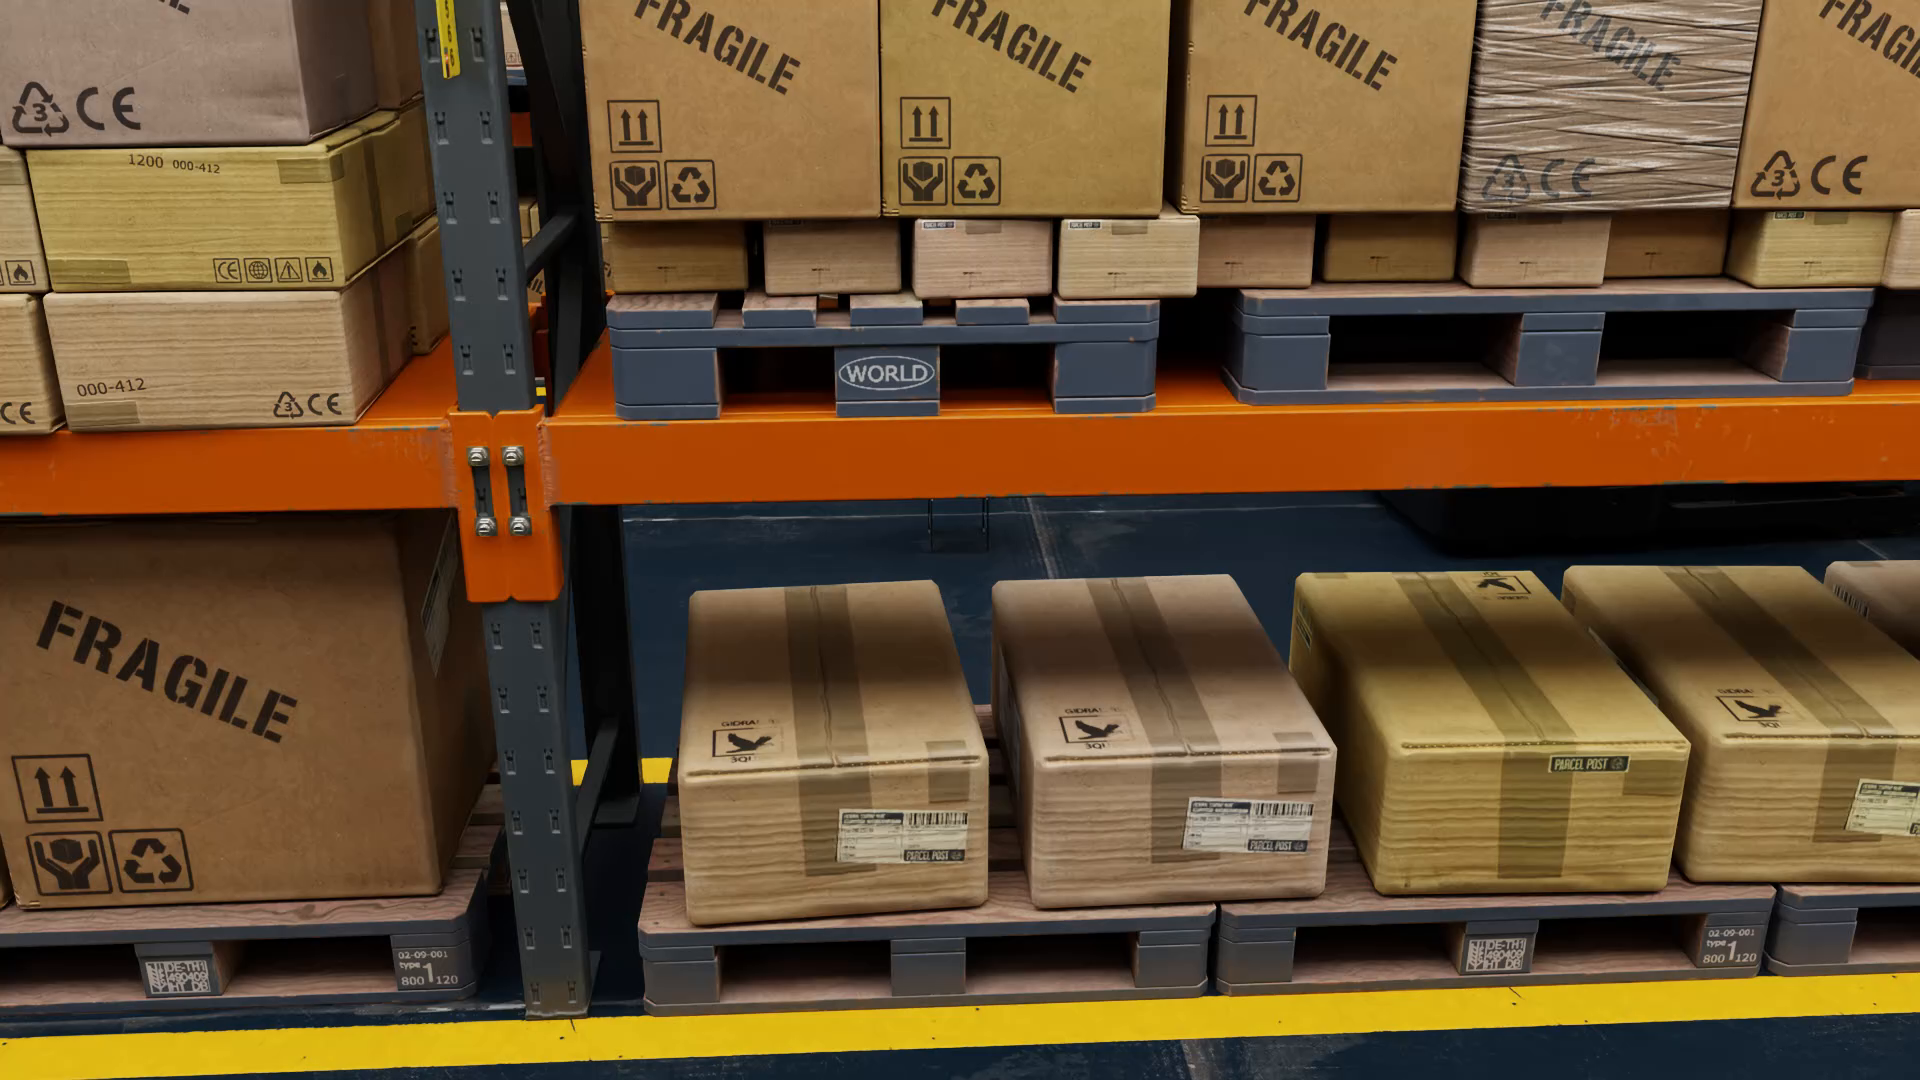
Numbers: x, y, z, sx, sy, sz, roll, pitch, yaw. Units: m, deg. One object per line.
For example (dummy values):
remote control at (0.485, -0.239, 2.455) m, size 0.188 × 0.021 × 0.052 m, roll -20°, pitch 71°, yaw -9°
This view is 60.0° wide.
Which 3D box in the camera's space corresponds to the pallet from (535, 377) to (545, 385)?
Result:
pallet at (-1.908, -1.033, 8.537) m, size 1.213 × 0.211 × 1.003 m, roll -1°, pitch 21°, yaw -3°

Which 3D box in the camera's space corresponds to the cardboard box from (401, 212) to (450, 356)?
cardboard box at (-1.376, -0.584, 3.649) m, size 0.500 × 0.250 × 0.500 m, roll -2°, pitch 21°, yaw -4°

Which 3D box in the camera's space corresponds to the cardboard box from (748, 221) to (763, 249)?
cardboard box at (-0.560, -0.743, 3.621) m, size 0.250 × 0.149 × 0.380 m, roll 0°, pitch 21°, yaw -1°

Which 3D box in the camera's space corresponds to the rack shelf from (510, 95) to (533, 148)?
rack shelf at (-3.157, -1.961, 8.066) m, size 4.000 × 0.370 × 1.077 m, roll -1°, pitch 21°, yaw -3°

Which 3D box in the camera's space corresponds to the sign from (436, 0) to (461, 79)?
sign at (-0.839, -0.918, 2.690) m, size 0.005 × 0.325 × 0.100 m, roll -1°, pitch 21°, yaw -3°

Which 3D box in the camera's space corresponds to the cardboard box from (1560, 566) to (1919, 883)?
cardboard box at (1.879, 0.404, 3.948) m, size 0.625 × 0.372 × 0.950 m, roll 0°, pitch 21°, yaw 0°

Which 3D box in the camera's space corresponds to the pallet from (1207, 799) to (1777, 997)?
pallet at (1.122, 0.690, 4.013) m, size 1.213 × 0.211 × 1.003 m, roll -1°, pitch 21°, yaw -3°

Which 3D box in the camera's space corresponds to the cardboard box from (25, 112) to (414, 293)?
cardboard box at (-1.343, -0.638, 3.089) m, size 0.500 × 0.250 × 0.500 m, roll -1°, pitch 21°, yaw -3°

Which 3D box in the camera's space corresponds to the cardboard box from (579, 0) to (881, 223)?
cardboard box at (-0.411, -0.883, 3.077) m, size 0.500 × 0.500 × 0.500 m, roll -2°, pitch 21°, yaw -5°

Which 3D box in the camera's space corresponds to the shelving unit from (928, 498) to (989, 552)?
shelving unit at (-0.008, -0.420, 5.960) m, size 0.210 × 0.900 × 0.258 m, roll -1°, pitch 21°, yaw -3°

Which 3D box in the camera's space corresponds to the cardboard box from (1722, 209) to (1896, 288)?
cardboard box at (1.603, -0.610, 3.271) m, size 0.250 × 0.149 × 0.380 m, roll -1°, pitch 21°, yaw -3°

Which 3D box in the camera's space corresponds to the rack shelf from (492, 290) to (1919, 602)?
rack shelf at (1.123, -0.279, 3.649) m, size 4.000 × 0.370 × 1.077 m, roll -1°, pitch 21°, yaw -3°

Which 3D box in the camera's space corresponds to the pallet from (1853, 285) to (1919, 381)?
pallet at (2.349, -0.602, 3.756) m, size 1.213 × 0.211 × 1.003 m, roll -1°, pitch 21°, yaw -3°

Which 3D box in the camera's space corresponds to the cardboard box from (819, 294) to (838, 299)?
cardboard box at (-0.537, -1.432, 8.413) m, size 0.625 × 0.625 × 0.875 m, roll -1°, pitch 21°, yaw -1°

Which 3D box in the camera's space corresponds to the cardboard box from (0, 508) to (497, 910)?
cardboard box at (-1.568, 0.207, 3.758) m, size 0.875 × 0.875 × 0.875 m, roll -1°, pitch 21°, yaw -4°

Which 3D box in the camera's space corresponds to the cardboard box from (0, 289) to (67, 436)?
cardboard box at (-1.873, -0.386, 3.129) m, size 0.500 × 0.250 × 0.500 m, roll -1°, pitch 21°, yaw -2°

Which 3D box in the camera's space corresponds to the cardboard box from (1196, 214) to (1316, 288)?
cardboard box at (0.534, -0.608, 3.264) m, size 0.250 × 0.149 × 0.380 m, roll 0°, pitch 21°, yaw 0°

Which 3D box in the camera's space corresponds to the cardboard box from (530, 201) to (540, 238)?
cardboard box at (-1.910, -1.552, 7.994) m, size 0.250 × 0.149 × 0.380 m, roll -2°, pitch 21°, yaw -6°

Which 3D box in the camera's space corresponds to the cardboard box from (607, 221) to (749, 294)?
cardboard box at (-0.538, -0.594, 3.228) m, size 0.250 × 0.149 × 0.380 m, roll -2°, pitch 21°, yaw -6°

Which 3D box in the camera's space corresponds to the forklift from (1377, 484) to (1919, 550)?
forklift at (3.108, -1.563, 6.107) m, size 3.031 × 2.935 × 1.130 m, roll -3°, pitch 21°, yaw -8°

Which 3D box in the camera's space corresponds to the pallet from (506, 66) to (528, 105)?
pallet at (-1.833, -2.209, 7.978) m, size 1.003 × 0.211 × 1.213 m, roll -1°, pitch 21°, yaw -3°

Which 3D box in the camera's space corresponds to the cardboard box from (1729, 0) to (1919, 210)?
cardboard box at (1.661, -0.928, 3.194) m, size 0.500 × 0.500 × 0.500 m, roll 0°, pitch 21°, yaw -1°

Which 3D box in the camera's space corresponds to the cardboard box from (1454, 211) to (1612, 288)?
cardboard box at (1.078, -0.609, 3.269) m, size 0.250 × 0.149 × 0.380 m, roll -1°, pitch 21°, yaw -1°

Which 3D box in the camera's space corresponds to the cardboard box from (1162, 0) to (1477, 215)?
cardboard box at (0.639, -0.910, 3.146) m, size 0.500 × 0.500 × 0.500 m, roll -1°, pitch 21°, yaw -2°

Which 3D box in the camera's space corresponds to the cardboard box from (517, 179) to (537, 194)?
cardboard box at (-2.210, -1.740, 8.485) m, size 0.250 × 0.149 × 0.380 m, roll -1°, pitch 21°, yaw -2°

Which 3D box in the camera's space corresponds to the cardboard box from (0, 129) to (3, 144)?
cardboard box at (-1.886, -0.972, 2.912) m, size 0.500 × 0.500 × 0.500 m, roll -1°, pitch 21°, yaw -2°

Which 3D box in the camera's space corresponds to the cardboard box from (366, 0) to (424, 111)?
cardboard box at (-1.380, -1.165, 3.420) m, size 0.500 × 0.500 × 0.500 m, roll -2°, pitch 21°, yaw -5°

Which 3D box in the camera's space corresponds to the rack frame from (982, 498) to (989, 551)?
rack frame at (0.093, -0.422, 5.966) m, size 0.006 × 0.900 × 0.240 m, roll -1°, pitch 21°, yaw -3°

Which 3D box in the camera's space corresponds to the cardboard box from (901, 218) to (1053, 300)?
cardboard box at (0.022, -0.577, 3.183) m, size 0.250 × 0.149 × 0.380 m, roll -3°, pitch 21°, yaw -7°

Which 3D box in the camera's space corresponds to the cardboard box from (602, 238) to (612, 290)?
cardboard box at (-1.570, -1.281, 8.192) m, size 0.500 × 0.500 × 0.500 m, roll -1°, pitch 21°, yaw -1°

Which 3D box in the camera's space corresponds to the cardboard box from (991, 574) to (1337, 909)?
cardboard box at (0.427, 0.432, 3.874) m, size 0.625 × 0.372 × 0.950 m, roll -2°, pitch 21°, yaw -4°

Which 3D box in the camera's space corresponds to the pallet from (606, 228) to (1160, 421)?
pallet at (-0.168, -0.537, 3.585) m, size 1.003 × 0.211 × 1.213 m, roll -1°, pitch 21°, yaw -3°
